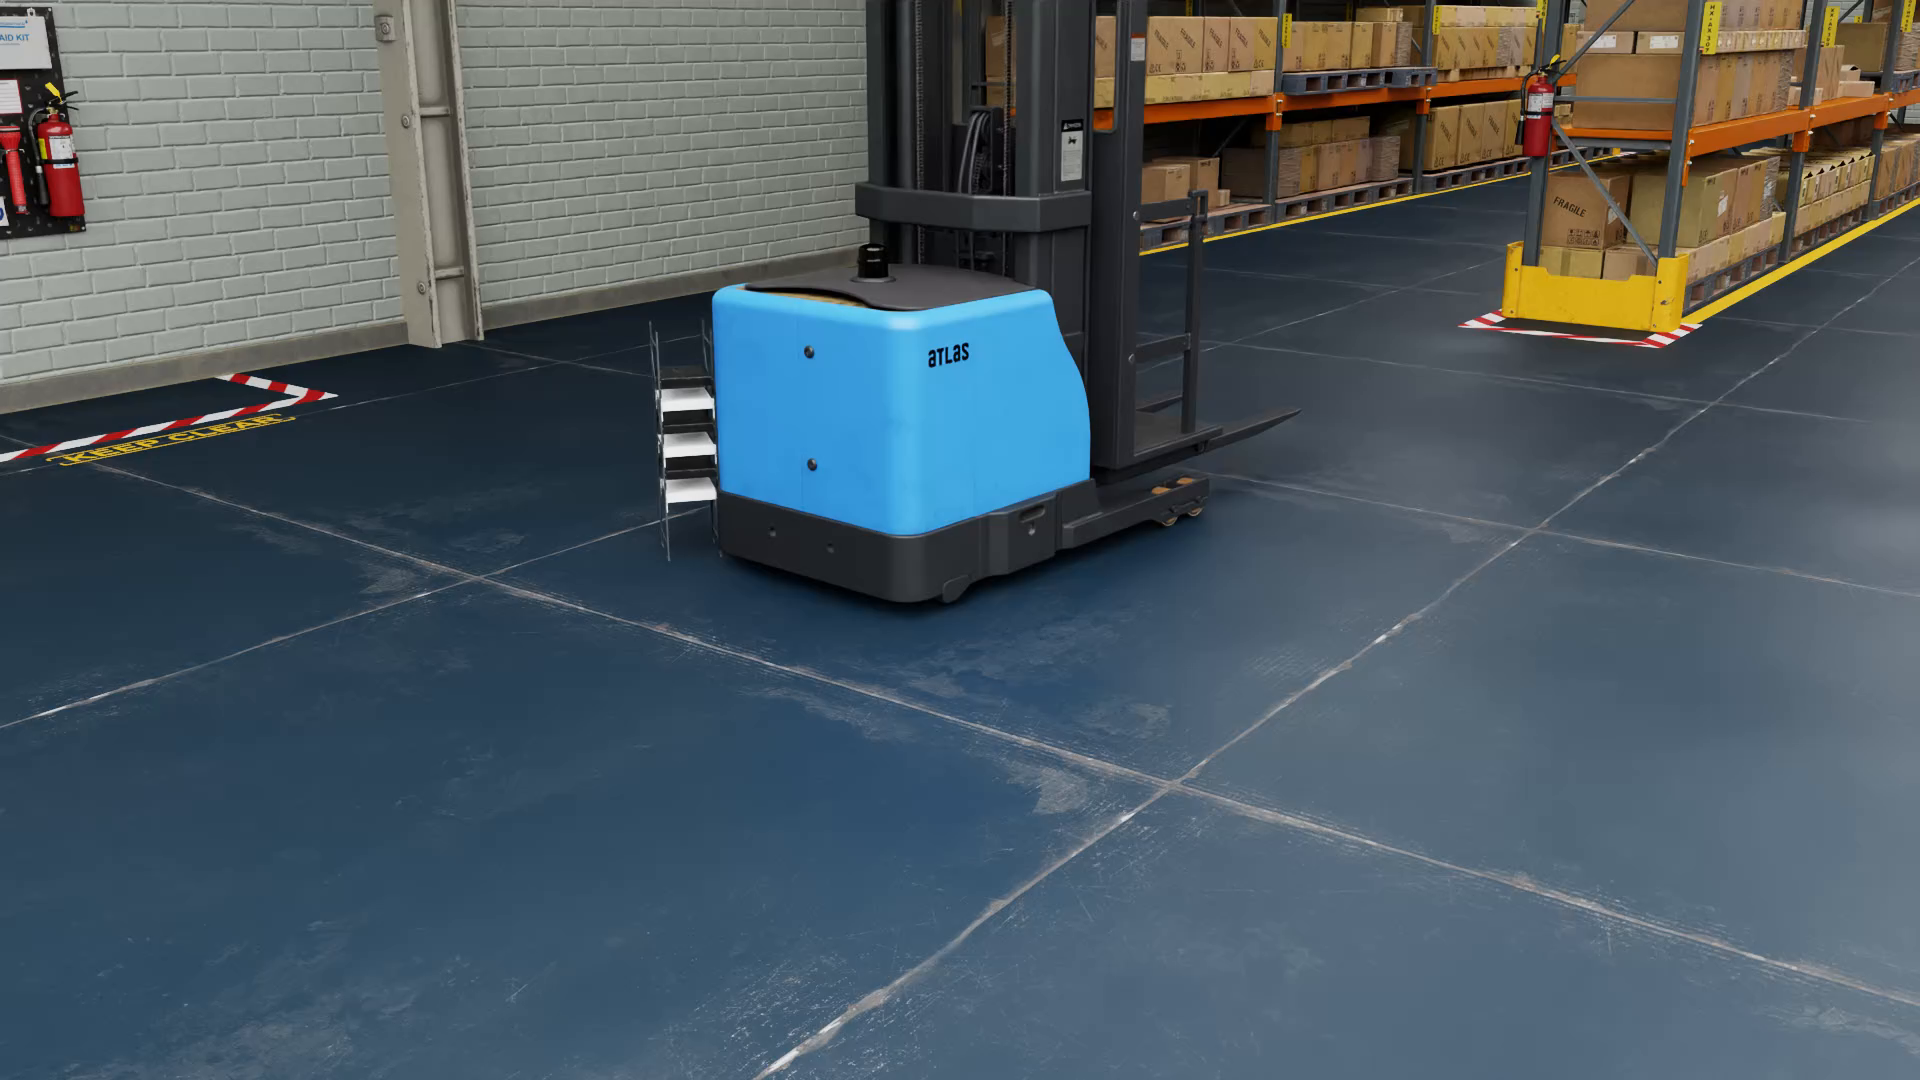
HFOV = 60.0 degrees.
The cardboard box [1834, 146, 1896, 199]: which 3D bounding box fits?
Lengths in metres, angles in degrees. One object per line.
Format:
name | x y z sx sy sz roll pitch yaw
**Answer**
cardboard box | 9.708 -3.959 17.909 0.500 0.500 0.500 14 22 37

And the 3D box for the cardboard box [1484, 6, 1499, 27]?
cardboard box | 6.617 -6.750 21.454 0.500 0.250 0.500 12 21 34

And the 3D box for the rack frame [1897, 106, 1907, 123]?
rack frame | 13.974 -6.790 23.552 1.000 3.000 0.127 12 21 35

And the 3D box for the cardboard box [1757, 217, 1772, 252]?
cardboard box | 6.417 -2.553 13.836 0.500 0.250 0.500 12 21 35

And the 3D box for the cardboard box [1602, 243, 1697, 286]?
cardboard box | 4.938 -1.955 11.911 0.500 0.250 0.500 12 21 35

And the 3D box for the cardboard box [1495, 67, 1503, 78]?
cardboard box | 7.004 -6.233 22.149 0.380 0.149 0.250 12 21 35

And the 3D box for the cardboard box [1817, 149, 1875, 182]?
cardboard box | 9.093 -3.872 17.137 0.500 0.311 0.500 13 22 36

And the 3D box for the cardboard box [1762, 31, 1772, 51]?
cardboard box | 6.076 -3.885 12.934 0.380 0.149 0.250 13 22 36

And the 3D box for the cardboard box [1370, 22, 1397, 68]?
cardboard box | 4.643 -5.766 19.342 0.700 0.500 0.500 10 20 30

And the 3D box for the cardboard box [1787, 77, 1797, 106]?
cardboard box | 7.082 -3.986 14.773 0.500 0.250 0.500 14 22 38

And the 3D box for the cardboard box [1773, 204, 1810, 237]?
cardboard box | 7.263 -2.872 14.863 0.500 0.250 0.500 12 21 33

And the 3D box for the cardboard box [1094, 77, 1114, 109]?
cardboard box | 1.005 -3.852 14.310 0.500 0.250 0.500 12 21 33

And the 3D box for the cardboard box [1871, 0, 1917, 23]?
cardboard box | 11.684 -6.529 20.857 0.500 0.500 0.500 13 21 35

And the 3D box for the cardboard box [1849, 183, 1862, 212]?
cardboard box | 8.785 -3.481 16.822 0.500 0.250 0.500 12 21 34

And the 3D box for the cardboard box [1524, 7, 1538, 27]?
cardboard box | 7.537 -7.113 22.624 0.500 0.250 0.500 13 22 36

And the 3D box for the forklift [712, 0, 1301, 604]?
forklift | 0.410 -1.542 6.766 1.130 2.935 3.031 14 22 38

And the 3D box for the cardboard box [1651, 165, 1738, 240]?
cardboard box | 5.522 -2.554 12.575 0.500 0.500 0.500 12 21 35

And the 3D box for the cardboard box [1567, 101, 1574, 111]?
cardboard box | 9.574 -6.673 25.588 0.380 0.149 0.250 13 22 36

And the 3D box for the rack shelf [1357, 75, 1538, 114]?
rack shelf | 6.418 -5.892 21.873 1.077 0.370 4.000 12 21 35

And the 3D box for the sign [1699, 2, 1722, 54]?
sign | 4.882 -3.331 10.820 0.100 0.325 0.005 12 21 35

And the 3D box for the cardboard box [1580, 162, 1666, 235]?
cardboard box | 5.105 -2.646 12.871 0.500 0.500 0.500 12 21 35

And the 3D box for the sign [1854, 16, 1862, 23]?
sign | 11.150 -6.345 20.659 0.100 0.325 0.005 12 21 35

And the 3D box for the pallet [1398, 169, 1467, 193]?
pallet | 5.757 -4.602 21.208 1.003 0.211 1.213 12 21 35

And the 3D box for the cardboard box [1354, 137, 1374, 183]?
cardboard box | 4.439 -4.493 19.627 0.700 0.500 0.500 12 21 35

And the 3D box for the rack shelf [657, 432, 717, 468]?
rack shelf | -1.068 -0.357 6.489 0.200 0.077 0.258 -5 18 -15

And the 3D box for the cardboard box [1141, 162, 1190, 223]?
cardboard box | 1.761 -3.321 15.853 0.700 0.500 0.500 11 20 31

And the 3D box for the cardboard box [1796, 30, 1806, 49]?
cardboard box | 6.834 -4.187 13.907 0.380 0.149 0.250 12 21 35

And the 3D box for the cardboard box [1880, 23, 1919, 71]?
cardboard box | 10.190 -5.487 18.479 0.500 0.500 0.700 -15 23 -40

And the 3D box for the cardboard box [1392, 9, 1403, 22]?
cardboard box | 5.045 -6.240 19.775 0.380 0.149 0.250 9 20 28

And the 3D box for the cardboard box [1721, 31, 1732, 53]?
cardboard box | 5.304 -3.575 11.935 0.380 0.149 0.250 12 21 34

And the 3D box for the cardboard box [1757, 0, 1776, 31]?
cardboard box | 5.965 -4.253 13.026 0.700 0.500 0.500 12 21 35

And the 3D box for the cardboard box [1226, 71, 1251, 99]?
cardboard box | 2.501 -4.461 16.271 0.500 0.250 0.500 13 21 35

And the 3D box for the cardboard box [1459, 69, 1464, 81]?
cardboard box | 6.190 -5.938 21.199 0.380 0.149 0.250 13 21 36

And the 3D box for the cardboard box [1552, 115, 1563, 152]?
cardboard box | 8.440 -5.998 24.508 0.700 0.500 0.500 12 21 34

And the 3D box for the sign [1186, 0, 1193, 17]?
sign | 2.395 -5.457 17.306 0.100 0.325 0.005 12 21 35

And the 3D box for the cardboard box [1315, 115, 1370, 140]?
cardboard box | 4.449 -4.829 19.443 0.500 0.250 0.500 13 21 36

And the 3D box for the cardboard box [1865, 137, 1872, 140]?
cardboard box | 10.494 -4.535 19.763 0.500 0.500 0.500 13 21 35

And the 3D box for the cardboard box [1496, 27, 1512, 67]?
cardboard box | 6.935 -6.516 21.964 0.500 0.500 0.500 12 21 35

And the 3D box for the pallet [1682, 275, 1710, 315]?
pallet | 4.862 -1.838 12.305 1.003 0.211 1.213 12 21 35

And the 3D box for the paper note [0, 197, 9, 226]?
paper note | -5.057 -1.712 8.684 0.016 0.148 0.142 12 21 35

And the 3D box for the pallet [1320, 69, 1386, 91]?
pallet | 4.080 -5.189 18.719 1.003 0.211 1.213 12 21 35

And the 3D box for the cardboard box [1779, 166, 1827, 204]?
cardboard box | 7.572 -3.260 15.167 0.500 0.311 0.500 12 21 34

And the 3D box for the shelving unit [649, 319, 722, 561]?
shelving unit | -1.068 -0.389 6.479 0.210 0.900 0.258 -5 18 -15

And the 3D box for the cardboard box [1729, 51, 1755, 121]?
cardboard box | 5.649 -3.505 12.806 0.700 0.500 0.500 13 22 36

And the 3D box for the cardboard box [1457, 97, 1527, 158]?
cardboard box | 7.327 -5.708 22.984 0.750 0.750 0.750 13 21 35

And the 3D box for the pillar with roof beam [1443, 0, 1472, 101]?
pillar with roof beam | 10.789 -9.136 20.990 9.100 9.000 0.400 12 21 35

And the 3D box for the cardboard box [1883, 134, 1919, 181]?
cardboard box | 11.225 -4.570 19.874 0.500 0.500 0.500 13 21 35

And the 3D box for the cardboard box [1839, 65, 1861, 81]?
cardboard box | 8.955 -4.764 17.176 0.500 0.311 0.500 14 22 38

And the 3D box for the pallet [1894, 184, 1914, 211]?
pallet | 10.409 -4.014 19.313 1.003 0.211 1.213 12 21 35

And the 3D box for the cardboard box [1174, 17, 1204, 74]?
cardboard box | 1.899 -4.574 15.369 0.500 0.500 0.500 13 22 36

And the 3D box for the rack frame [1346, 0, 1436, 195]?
rack frame | 5.226 -5.759 20.233 1.000 3.000 0.127 12 21 35

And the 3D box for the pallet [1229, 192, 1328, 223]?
pallet | 3.306 -3.661 18.176 1.003 0.211 1.213 12 21 35
